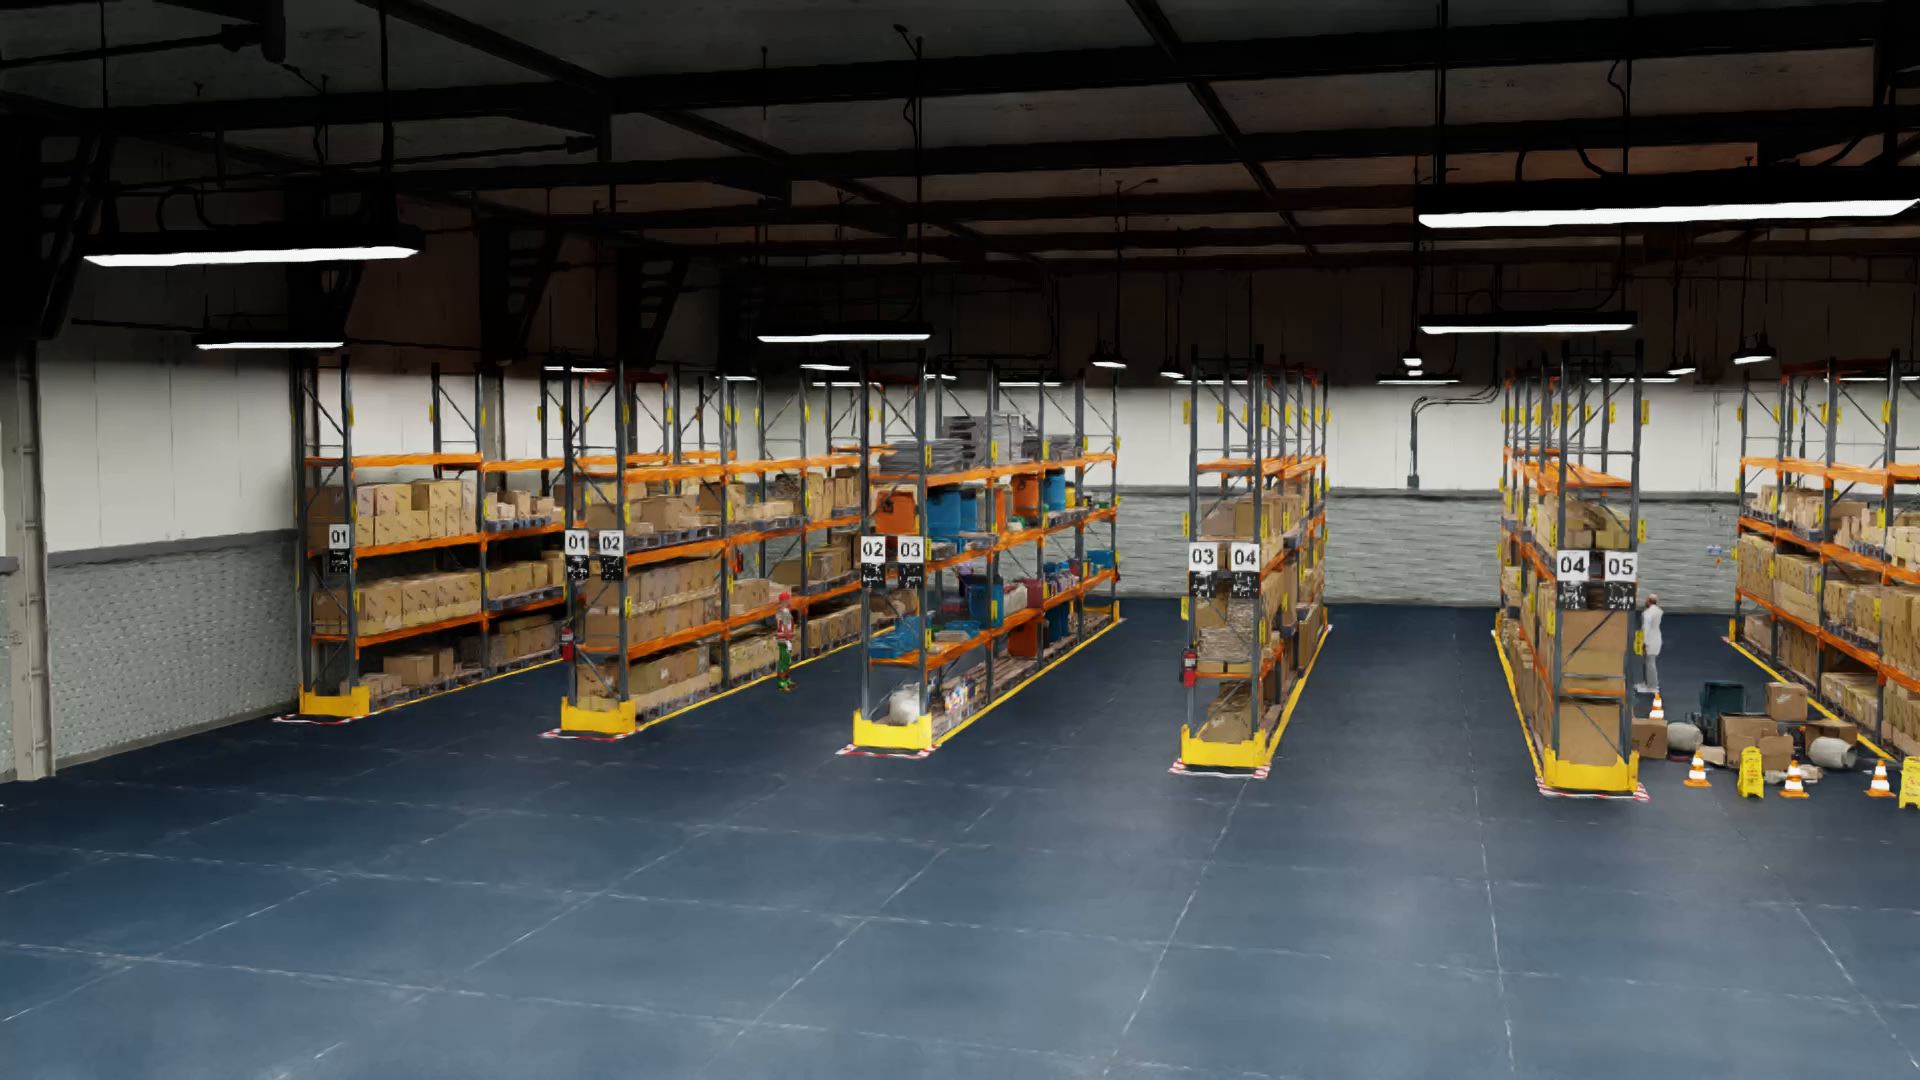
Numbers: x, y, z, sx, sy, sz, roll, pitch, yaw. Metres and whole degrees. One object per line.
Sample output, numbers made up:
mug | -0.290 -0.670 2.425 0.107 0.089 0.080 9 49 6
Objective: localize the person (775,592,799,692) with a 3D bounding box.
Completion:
person | -3.134 1.828 30.191 0.442 1.792 0.606 -1 4 -15

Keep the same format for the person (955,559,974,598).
person | 0.115 0.993 42.785 0.478 1.580 1.000 1 4 7

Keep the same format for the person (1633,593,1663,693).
person | 12.415 1.846 30.033 0.631 1.781 0.556 -4 6 -44
